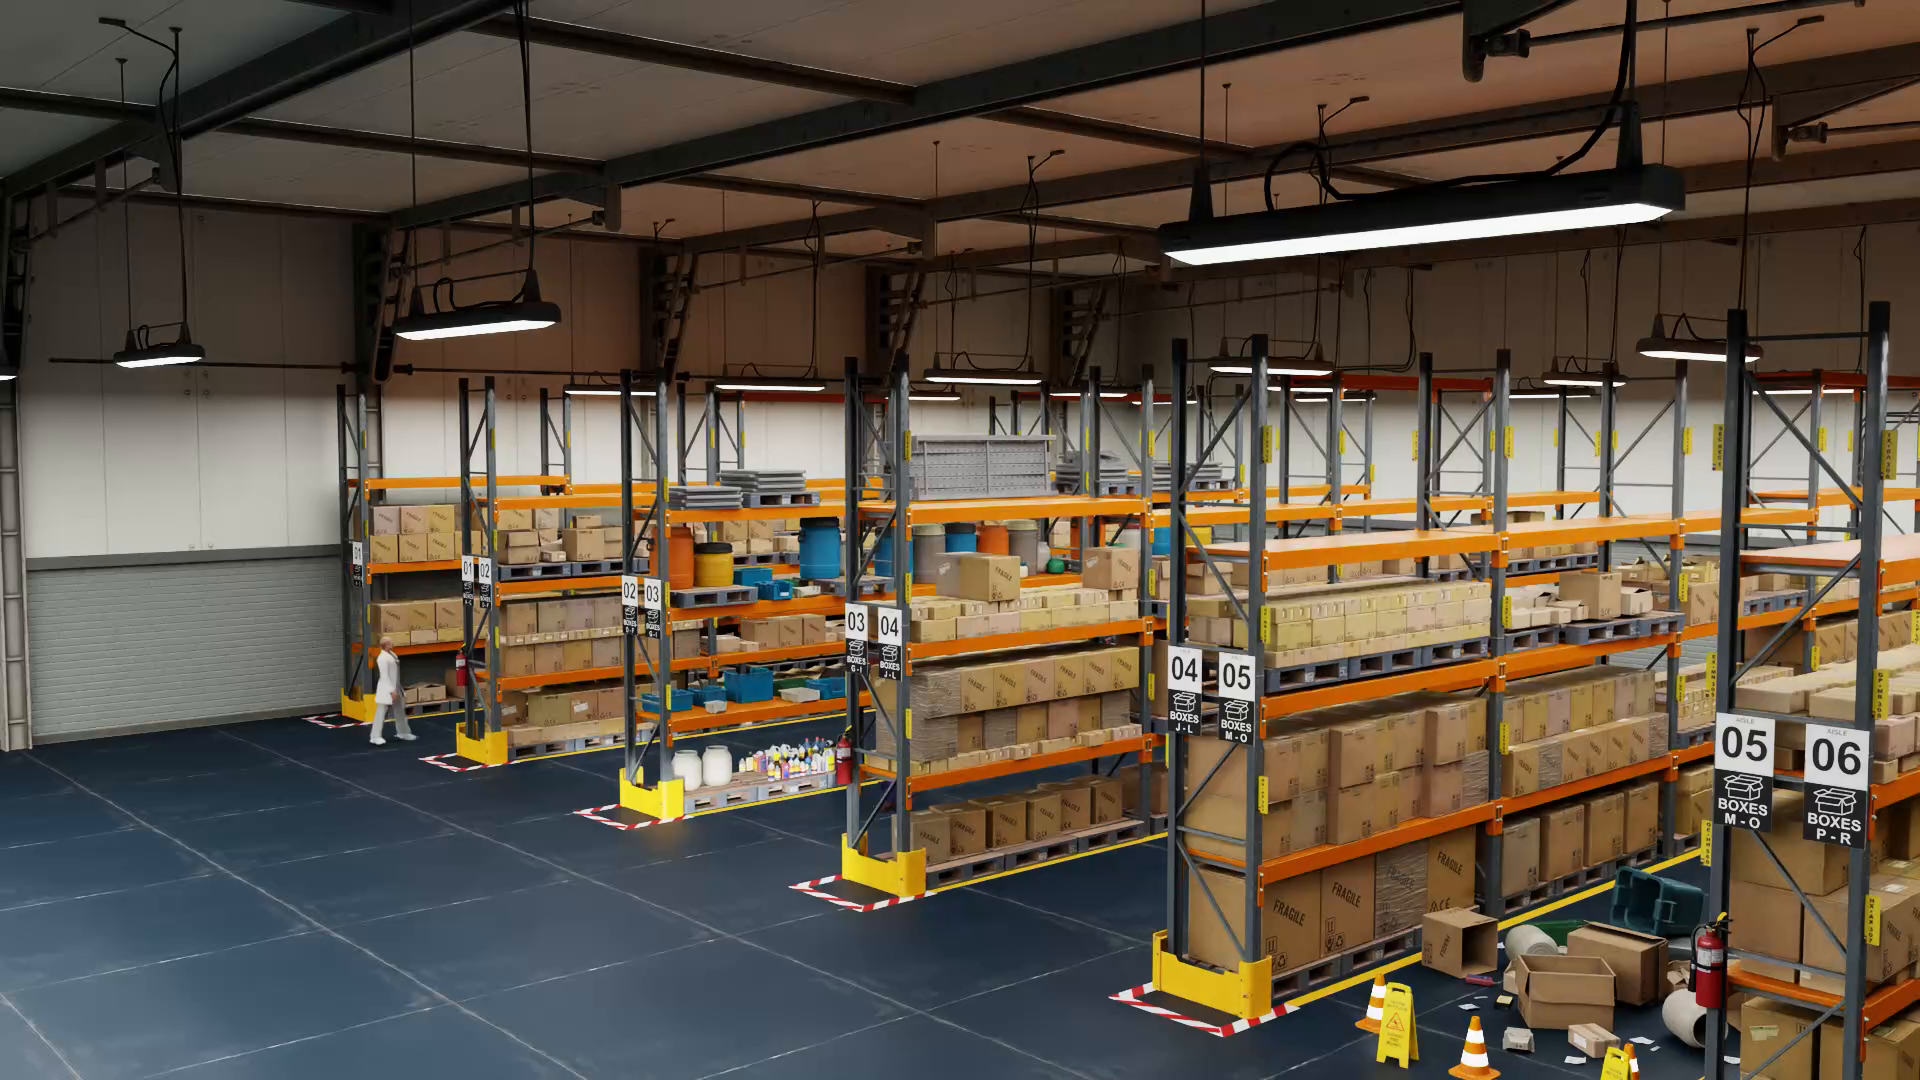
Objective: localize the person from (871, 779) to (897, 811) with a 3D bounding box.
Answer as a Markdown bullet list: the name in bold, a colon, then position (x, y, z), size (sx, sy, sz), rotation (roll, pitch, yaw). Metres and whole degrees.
- **person**: position (-0.933, 2.856, 22.824), size (0.372, 1.688, 0.613), rotation (2, 4, 24)

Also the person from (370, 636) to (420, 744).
- **person**: position (-9.418, 2.483, 27.565), size (0.628, 1.805, 0.722), rotation (0, 4, 7)

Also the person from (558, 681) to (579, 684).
- **person**: position (-7.065, 2.381, 29.976), size (0.605, 1.819, 0.365), rotation (-4, 5, -45)
